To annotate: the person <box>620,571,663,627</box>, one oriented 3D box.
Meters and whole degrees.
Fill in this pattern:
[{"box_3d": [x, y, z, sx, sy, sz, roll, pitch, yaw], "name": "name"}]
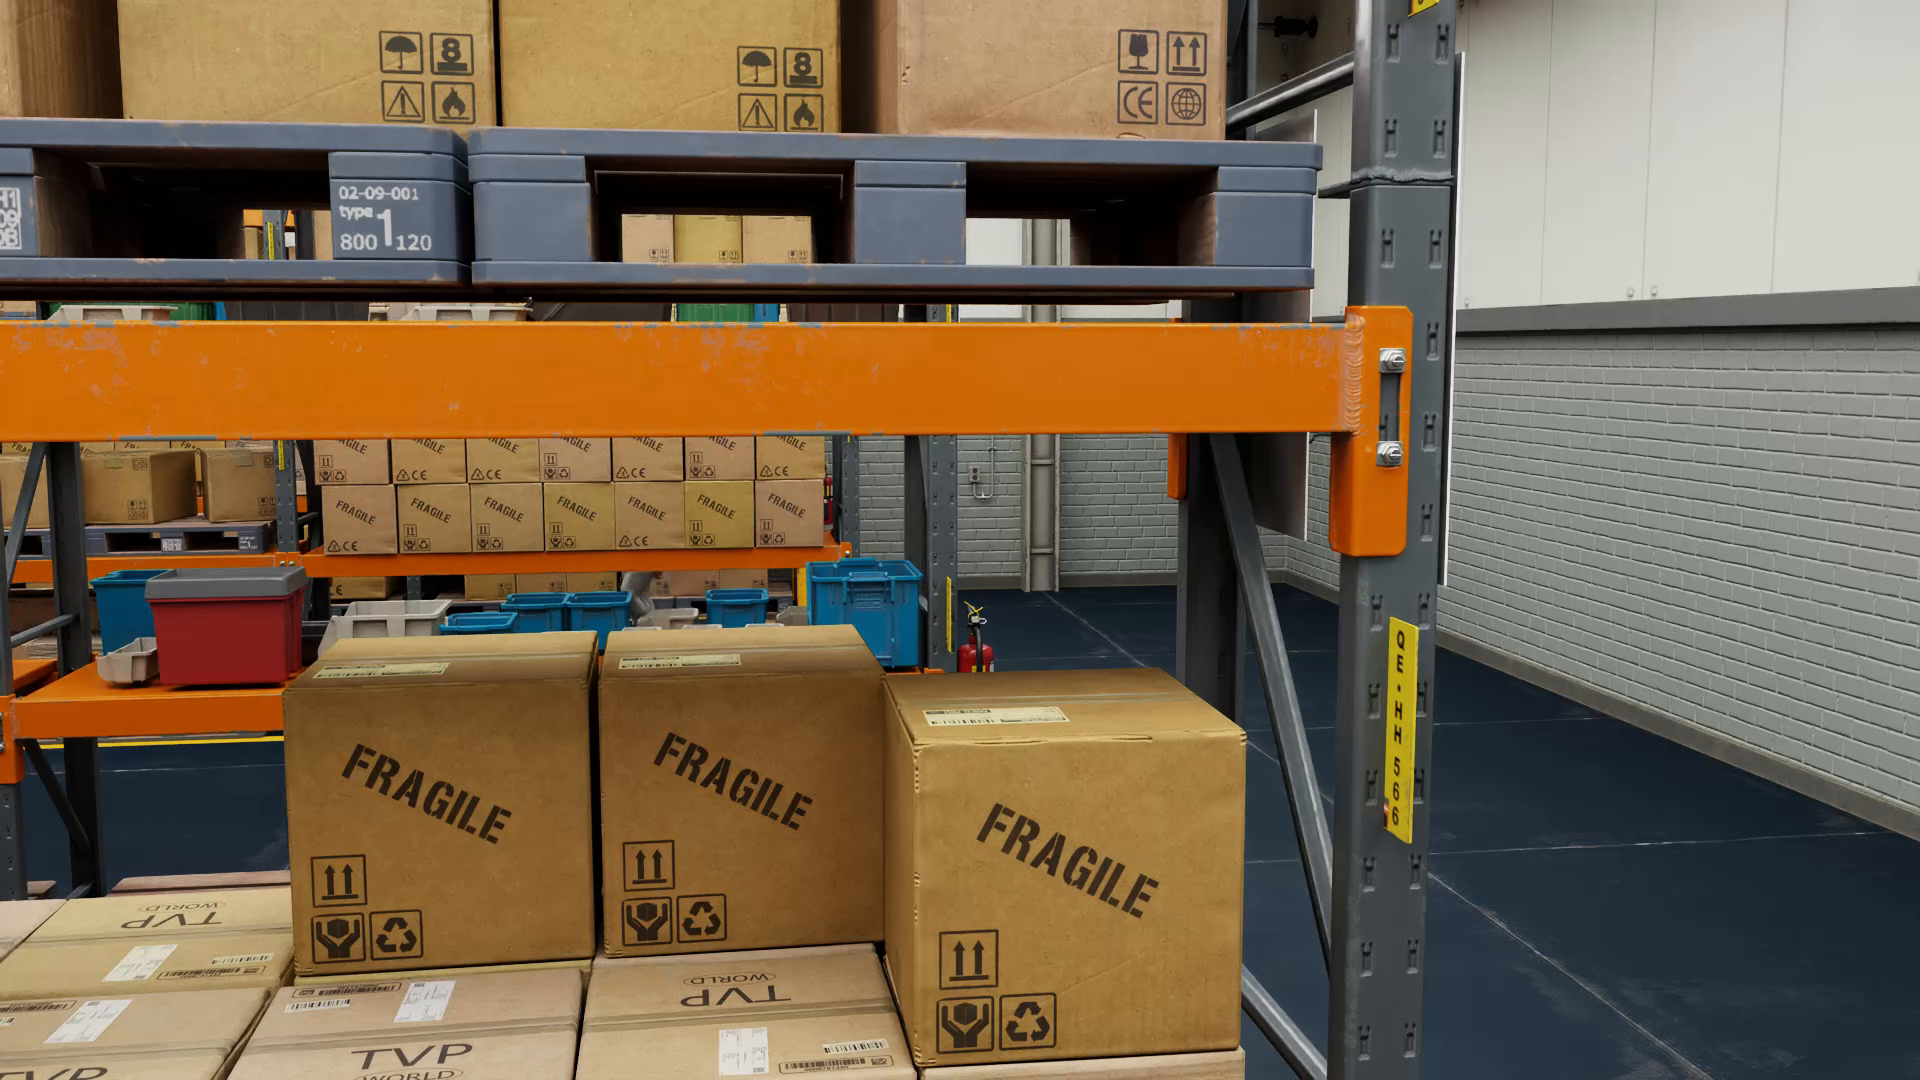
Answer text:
[{"box_3d": [-2.905, 0.211, 14.984, 0.474, 1.707, 0.511, -4, 8, -32], "name": "person"}]
